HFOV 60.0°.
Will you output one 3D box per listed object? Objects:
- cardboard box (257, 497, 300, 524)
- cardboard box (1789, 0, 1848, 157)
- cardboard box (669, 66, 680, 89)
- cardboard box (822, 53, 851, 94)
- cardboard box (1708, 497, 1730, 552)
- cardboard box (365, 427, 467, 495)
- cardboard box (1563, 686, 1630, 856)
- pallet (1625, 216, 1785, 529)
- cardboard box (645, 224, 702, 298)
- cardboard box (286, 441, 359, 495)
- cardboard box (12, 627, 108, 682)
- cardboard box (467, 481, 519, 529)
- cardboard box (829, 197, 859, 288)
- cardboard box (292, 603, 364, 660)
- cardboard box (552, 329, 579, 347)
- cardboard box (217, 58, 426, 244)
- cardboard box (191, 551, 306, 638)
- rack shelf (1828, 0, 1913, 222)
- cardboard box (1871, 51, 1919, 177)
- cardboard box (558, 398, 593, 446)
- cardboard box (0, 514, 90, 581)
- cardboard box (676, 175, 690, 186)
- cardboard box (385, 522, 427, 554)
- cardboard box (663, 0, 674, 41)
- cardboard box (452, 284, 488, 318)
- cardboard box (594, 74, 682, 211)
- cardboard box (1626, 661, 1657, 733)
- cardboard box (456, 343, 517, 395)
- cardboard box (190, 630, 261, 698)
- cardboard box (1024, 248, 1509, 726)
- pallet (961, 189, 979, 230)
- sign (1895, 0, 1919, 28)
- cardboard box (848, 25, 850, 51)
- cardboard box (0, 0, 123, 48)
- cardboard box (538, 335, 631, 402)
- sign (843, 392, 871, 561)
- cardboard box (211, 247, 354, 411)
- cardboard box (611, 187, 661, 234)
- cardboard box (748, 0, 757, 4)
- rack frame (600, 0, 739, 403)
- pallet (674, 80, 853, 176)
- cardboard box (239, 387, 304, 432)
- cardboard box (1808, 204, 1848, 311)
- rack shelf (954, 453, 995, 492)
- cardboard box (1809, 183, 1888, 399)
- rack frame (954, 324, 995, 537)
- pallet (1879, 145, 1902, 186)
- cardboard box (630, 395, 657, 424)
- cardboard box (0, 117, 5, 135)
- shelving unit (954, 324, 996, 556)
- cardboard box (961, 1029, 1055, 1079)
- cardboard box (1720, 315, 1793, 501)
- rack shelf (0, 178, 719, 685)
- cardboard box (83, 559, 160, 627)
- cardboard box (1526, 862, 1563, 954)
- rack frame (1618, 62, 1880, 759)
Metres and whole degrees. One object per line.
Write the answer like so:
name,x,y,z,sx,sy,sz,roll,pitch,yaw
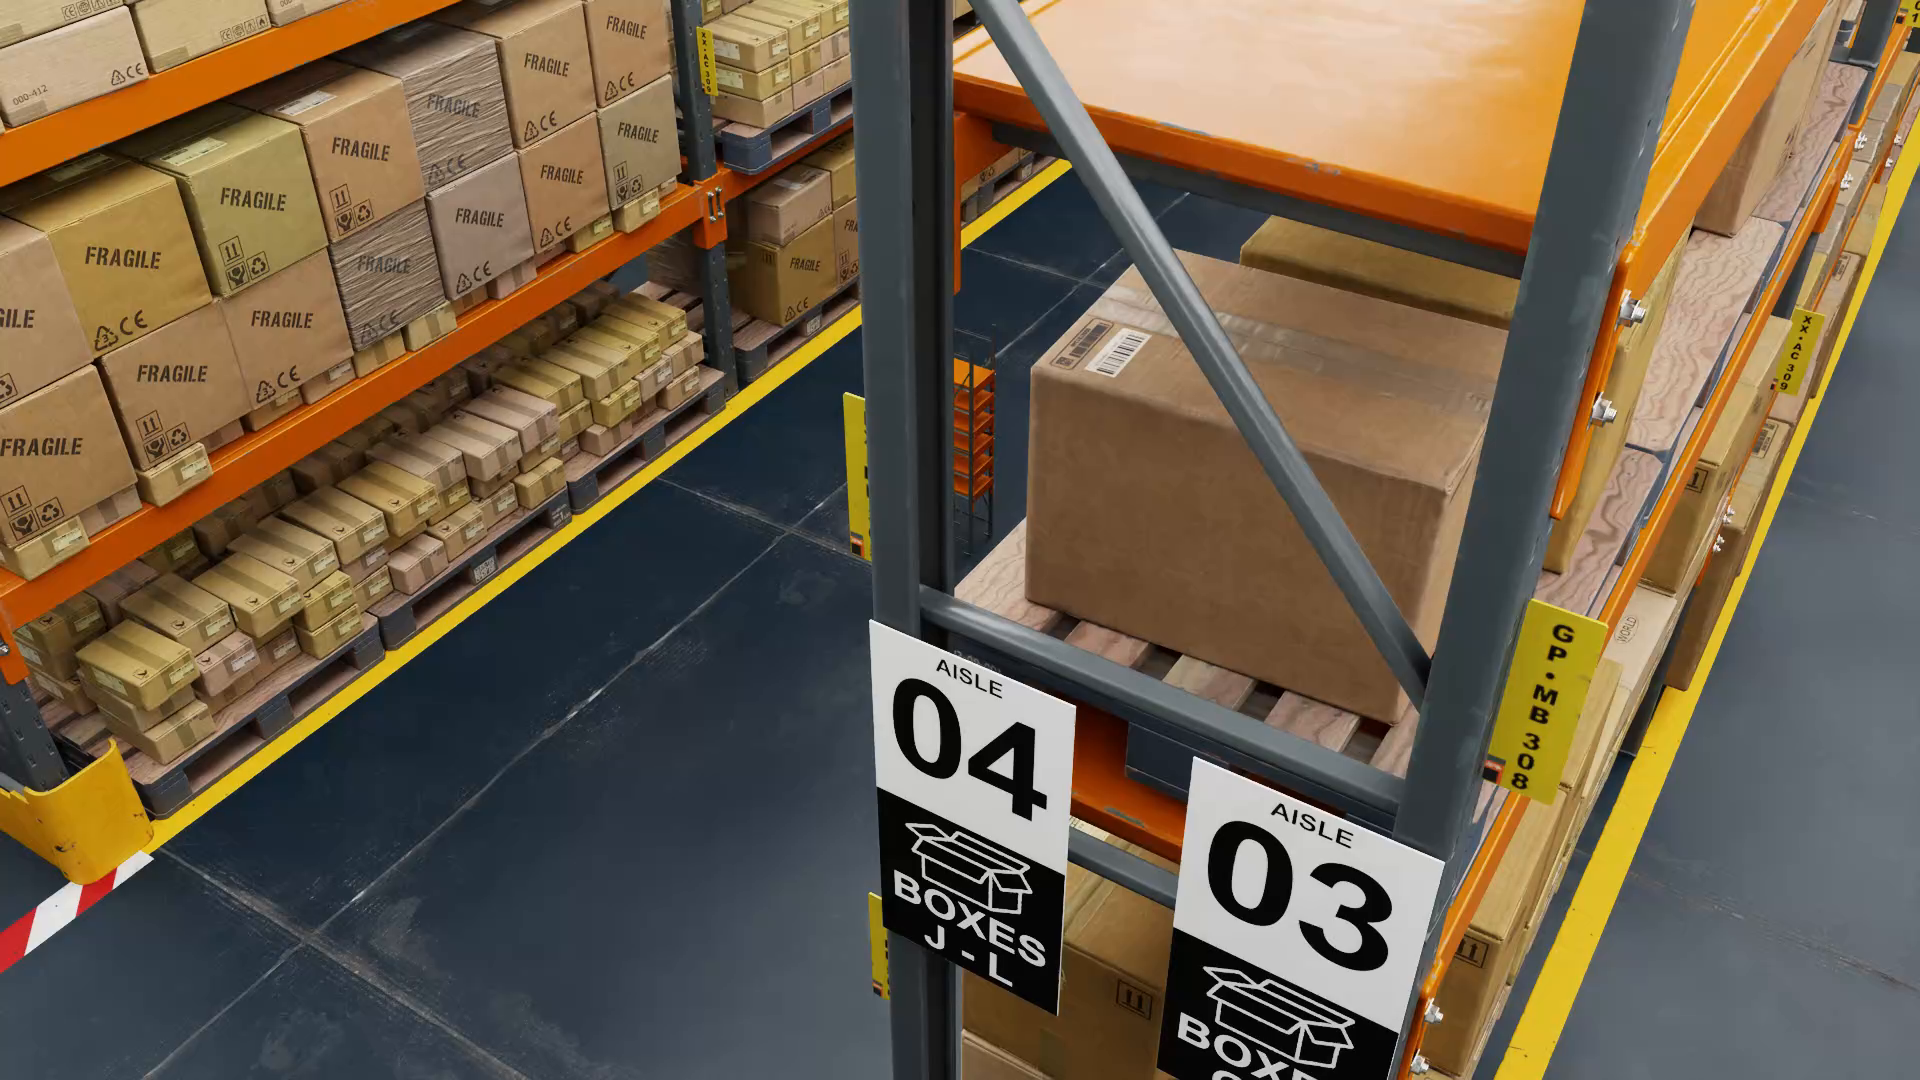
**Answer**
cardboard box,-3.241,-0.134,7.653,0.380,0.149,0.250,22,43,26
cardboard box,2.082,-1.471,4.677,0.700,0.500,0.500,19,41,23
cardboard box,-1.638,-2.472,8.801,0.380,0.149,0.250,20,42,24
cardboard box,-0.803,-2.527,8.873,0.380,0.149,0.250,21,43,25
cardboard box,2.564,-0.097,6.064,0.380,0.149,0.250,21,43,25
cardboard box,-2.517,-0.351,7.692,0.380,0.149,0.250,21,42,25
cardboard box,1.613,0.585,4.853,0.500,0.250,0.500,20,42,24
pallet,1.349,-0.569,4.087,1.003,0.211,1.213,21,42,25
cardboard box,-1.500,-1.776,9.740,0.500,0.500,0.500,20,42,24
cardboard box,-3.018,-0.357,7.699,0.380,0.149,0.250,20,42,24
cardboard box,-3.785,0.406,6.953,0.380,0.149,0.250,20,42,24
cardboard box,-2.357,-0.213,8.000,0.380,0.149,0.250,22,43,26
cardboard box,-0.782,-1.879,9.874,0.500,0.500,0.500,23,43,27
cardboard box,-2.848,0.336,7.288,0.380,0.149,0.250,22,43,26
cardboard box,-2.208,-1.049,8.840,0.380,0.149,0.250,21,43,25
cardboard box,-2.529,-1.558,6.610,0.500,0.500,0.500,20,42,24
cardboard box,-2.970,0.225,6.944,0.380,0.149,0.250,21,42,25
rack shelf,3.522,-2.395,6.972,1.077,0.370,4.000,21,42,25
cardboard box,4.538,-2.227,8.540,0.500,0.500,0.500,23,43,26
cardboard box,-2.064,-0.640,8.310,0.380,0.149,0.250,22,43,26
cardboard box,-3.376,-0.034,5.982,0.380,0.149,0.250,21,42,25
cardboard box,-1.498,-2.076,9.514,0.500,0.250,0.500,20,42,24
cardboard box,-2.677,-0.110,7.623,0.380,0.149,0.250,23,43,27
cardboard box,-1.633,-2.709,8.621,0.380,0.149,0.250,23,43,27
cardboard box,-2.339,-1.137,7.413,0.380,0.149,0.250,21,42,24
cardboard box,-1.704,-1.951,7.938,0.500,0.500,0.500,21,42,25
cardboard box,2.013,0.434,5.376,0.380,0.149,0.250,22,43,26
cardboard box,-2.455,-0.888,8.388,0.380,0.149,0.250,20,42,24
cardboard box,-3.135,0.463,6.880,0.380,0.149,0.250,21,42,25
cardboard box,0.541,-0.118,2.921,0.700,0.500,0.500,19,41,23
pallet,-0.615,-2.064,10.695,1.003,0.211,1.213,21,42,25
sign,2.920,-1.704,4.998,0.100,0.325,0.005,21,42,25
cardboard box,-0.670,-2.774,8.950,0.380,0.149,0.250,19,42,23
cardboard box,-3.093,-1.811,5.338,0.500,0.250,0.500,21,42,25
cardboard box,-1.885,-0.864,8.358,0.380,0.149,0.250,21,42,25
sign,-0.143,-0.091,2.733,0.100,0.325,0.005,21,42,25
cardboard box,-2.814,-0.905,6.580,0.500,0.500,0.500,22,43,26
cardboard box,-1.685,-1.644,8.071,0.380,0.149,0.250,20,42,24
cardboard box,-1.219,-2.995,9.236,0.380,0.149,0.250,20,42,24
rack frame,-1.683,-2.136,8.503,1.000,3.000,0.127,21,42,25
pallet,-1.151,-2.406,9.011,1.003,0.211,1.213,21,42,25
cardboard box,-2.896,-0.610,6.730,0.380,0.149,0.250,21,42,25
cardboard box,3.445,-1.173,7.173,0.500,0.500,0.500,20,42,24
rack shelf,0.008,-0.352,7.933,0.258,0.103,0.180,21,42,25
cardboard box,4.206,-1.499,9.073,1.225,0.875,0.875,19,42,23
rack frame,0.057,-0.530,7.894,0.240,1.200,0.006,21,42,25
pallet,5.668,-2.448,11.191,1.003,0.211,1.213,21,42,25
cardboard box,-1.816,-0.753,8.700,0.380,0.149,0.250,22,43,26
cardboard box,-3.370,-1.350,5.150,0.500,0.250,0.500,23,43,27
shelving unit,0.008,-0.483,7.833,0.258,1.200,0.189,21,42,25
cardboard box,0.343,1.206,4.047,0.500,0.250,0.500,20,42,24
cardboard box,2.430,-0.492,5.636,0.500,0.500,0.500,22,43,26
rack shelf,-2.755,-0.820,7.385,1.077,0.370,4.000,21,42,25
cardboard box,-3.574,0.187,6.994,0.380,0.149,0.250,22,43,26
cardboard box,1.463,0.962,4.691,0.380,0.149,0.250,21,42,25
rack frame,2.450,-0.461,6.331,1.000,3.000,0.127,21,42,25
